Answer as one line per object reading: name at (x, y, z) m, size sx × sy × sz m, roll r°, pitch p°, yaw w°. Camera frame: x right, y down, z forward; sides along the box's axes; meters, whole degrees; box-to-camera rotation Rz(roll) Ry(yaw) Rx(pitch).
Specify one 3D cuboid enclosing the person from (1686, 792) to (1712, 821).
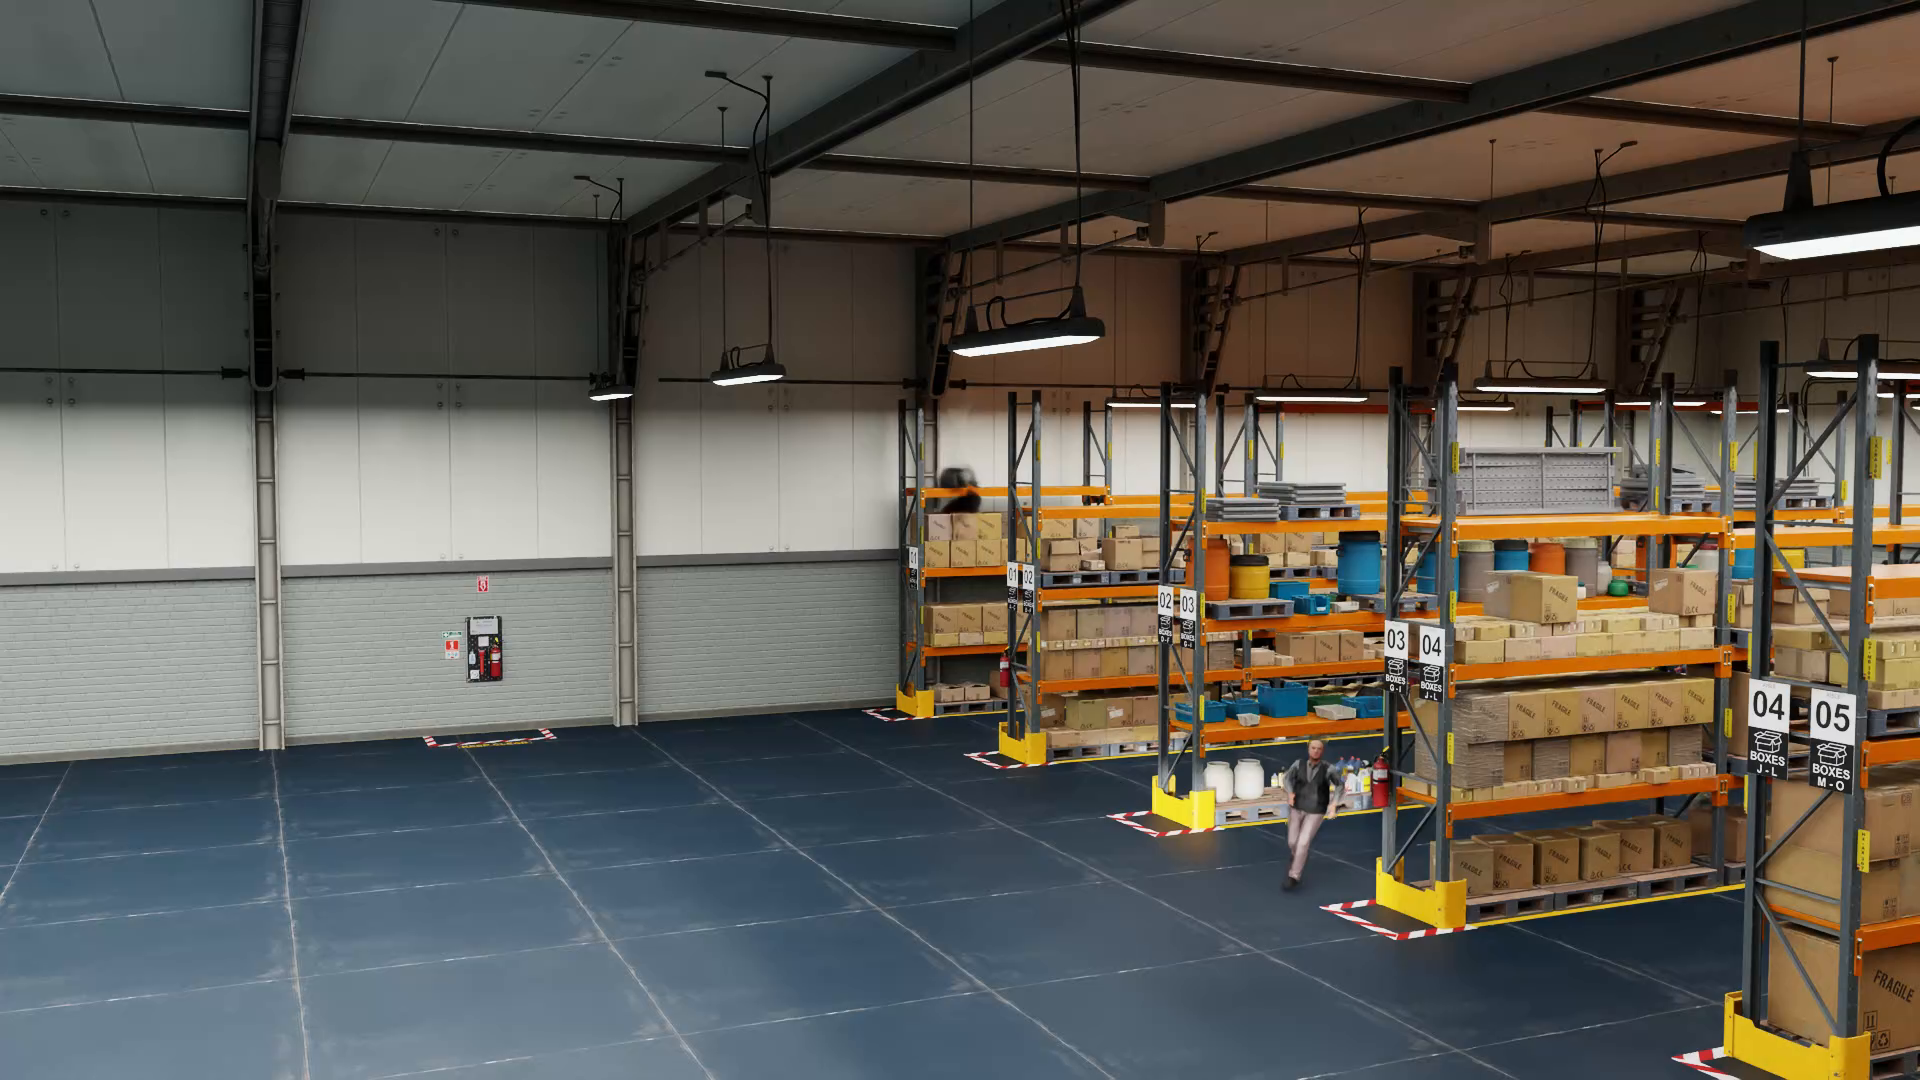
person at (9.885, 3.052, 22.089) m, size 0.726 × 1.674 × 0.643 m, roll -2°, pitch 4°, yaw -33°

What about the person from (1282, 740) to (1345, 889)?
person at (4.099, 3.176, 19.444) m, size 0.710 × 1.683 × 0.916 m, roll 2°, pitch 4°, yaw 27°
